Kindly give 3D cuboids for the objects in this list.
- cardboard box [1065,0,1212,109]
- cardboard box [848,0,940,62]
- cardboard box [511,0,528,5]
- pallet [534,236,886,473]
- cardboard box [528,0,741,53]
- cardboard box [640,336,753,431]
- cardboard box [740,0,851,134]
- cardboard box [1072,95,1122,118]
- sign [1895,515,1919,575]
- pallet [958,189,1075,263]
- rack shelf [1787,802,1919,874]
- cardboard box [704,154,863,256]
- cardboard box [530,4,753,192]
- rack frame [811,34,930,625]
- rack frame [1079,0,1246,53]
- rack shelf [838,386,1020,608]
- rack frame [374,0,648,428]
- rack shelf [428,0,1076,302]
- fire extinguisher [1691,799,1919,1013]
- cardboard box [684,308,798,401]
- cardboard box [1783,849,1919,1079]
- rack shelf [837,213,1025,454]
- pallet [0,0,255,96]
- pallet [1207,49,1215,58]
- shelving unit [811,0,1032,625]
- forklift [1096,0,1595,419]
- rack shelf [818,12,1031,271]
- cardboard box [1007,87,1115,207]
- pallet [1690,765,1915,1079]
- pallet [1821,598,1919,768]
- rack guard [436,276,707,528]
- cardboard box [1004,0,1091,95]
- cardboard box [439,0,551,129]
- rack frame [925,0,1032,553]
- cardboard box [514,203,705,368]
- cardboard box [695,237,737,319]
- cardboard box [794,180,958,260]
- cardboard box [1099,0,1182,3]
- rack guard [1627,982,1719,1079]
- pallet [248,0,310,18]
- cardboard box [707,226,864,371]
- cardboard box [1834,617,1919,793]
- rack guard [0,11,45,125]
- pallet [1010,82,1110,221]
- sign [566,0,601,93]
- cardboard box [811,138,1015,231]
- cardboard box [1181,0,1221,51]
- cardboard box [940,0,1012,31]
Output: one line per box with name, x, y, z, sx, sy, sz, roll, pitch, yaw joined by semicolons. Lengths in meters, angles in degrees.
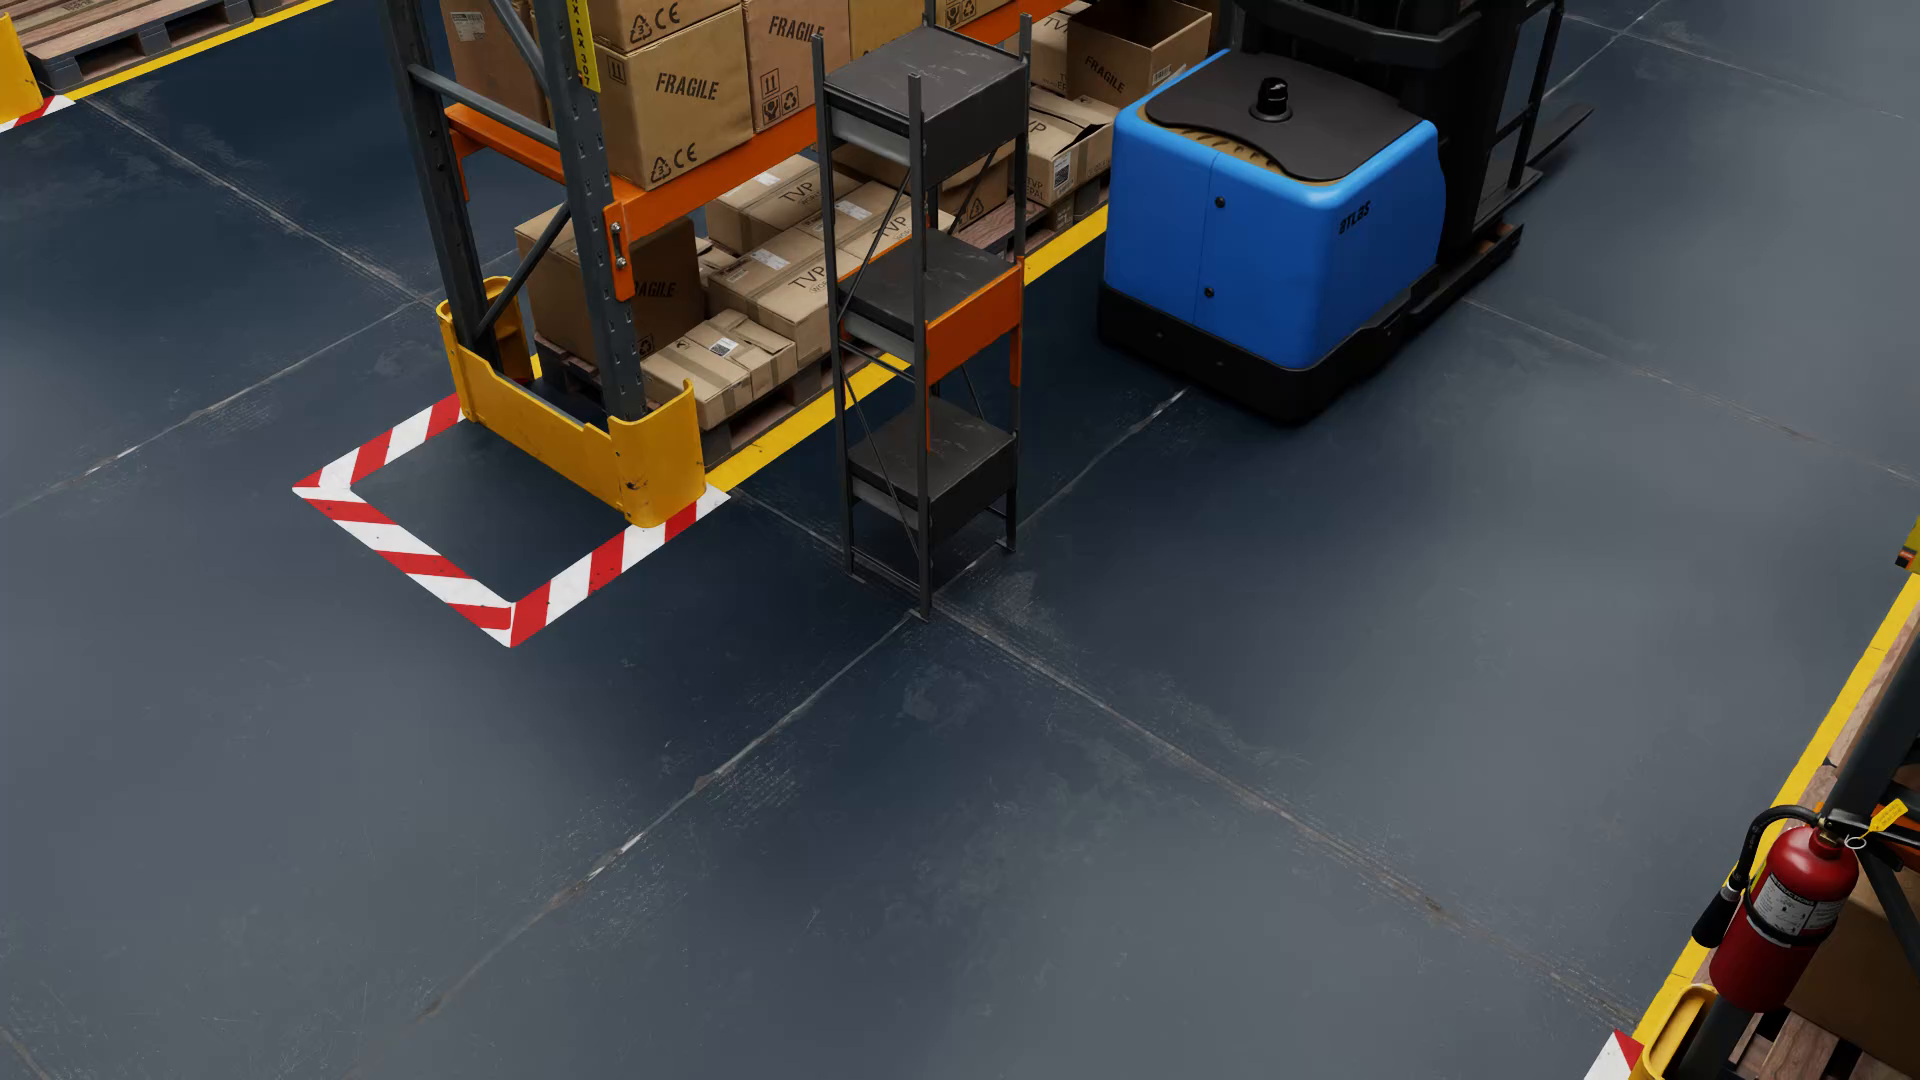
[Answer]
cardboard box;0.860;-2.319;8.102;0.500;0.500;0.500;29;50;28
cardboard box;-0.424;-2.114;6.271;0.500;0.500;0.500;29;50;28
cardboard box;-1.489;-2.193;5.615;0.500;0.500;0.500;29;50;28
pallet;-1.004;-0.856;7.035;1.003;0.211;1.213;29;50;28
cardboard box;-1.078;-1.959;5.357;0.500;0.500;0.500;31;51;30
cardboard box;-1.032;-0.613;6.486;0.380;0.149;0.250;29;50;28
cardboard box;-0.750;-1.857;5.989;0.500;0.500;0.500;29;50;28
cardboard box;0.664;-1.970;7.979;0.380;0.149;0.250;29;50;28
sign;1.823;-0.053;3.042;0.100;0.325;0.005;29;50;28
pallet;-0.218;-1.482;7.723;1.003;0.211;1.213;29;50;28
rack shelf;3.516;-0.059;4.620;1.077;0.370;4.000;29;50;28
cardboard box;-0.769;-1.446;7.328;0.500;0.250;0.500;29;50;28
cardboard box;-1.078;-1.589;5.694;0.500;0.500;0.500;31;50;29
rack frame;-0.264;-0.566;5.312;0.400;2.100;0.015;29;50;28
rack frame;1.009;-3.498;7.867;1.000;3.000;0.127;29;50;28
rack shelf;-0.107;-0.164;5.930;0.431;0.518;0.480;29;50;28
rack frame;-1.565;-1.438;5.602;1.000;3.000;0.127;29;50;28
rack shelf;-0.278;-2.202;6.976;1.077;0.370;4.000;29;50;28
fire extinguisher;1.779;0.749;3.531;0.296;0.674;0.183;29;50;28
cardboard box;-0.872;-0.748;6.622;0.380;0.166;0.250;29;50;28
cardboard box;2.603;1.071;4.389;0.700;0.500;0.500;29;50;28
rack shelf;-0.107;-0.682;5.459;0.431;0.518;0.480;29;50;28
pallet;-4.793;-2.961;9.349;1.003;0.211;1.213;29;50;28
pallet;1.504;-2.901;9.284;1.003;0.211;1.213;29;50;28
shelving unit;-0.107;-0.692;5.450;0.431;2.100;0.503;29;50;28
forklift;1.934;-2.486;6.805;1.130;2.935;3.031;30;50;29
rack shelf;-0.107;-1.199;4.988;0.431;0.518;0.480;29;50;28
cardboard box;0.377;-1.863;7.741;0.500;0.311;0.500;29;50;28
pallet;2.684;1.291;4.673;1.003;0.211;1.213;29;50;28
pallet;3.469;0.666;5.361;1.003;0.211;1.213;29;50;28
rack guard;-1.516;-0.552;6.486;1.175;0.500;0.348;29;50;28
cardboard box;0.574;-2.543;8.489;0.500;0.311;0.500;29;50;28
cardboard box;-1.485;-1.823;5.951;0.500;0.500;0.500;31;51;30
rack frame;0.050;-0.817;5.588;0.400;2.100;0.015;29;50;28
cardboard box;-1.404;-1.062;6.720;0.500;0.500;0.500;29;50;28
cardboard box;-1.074;-1.109;7.019;0.380;0.166;0.250;29;50;28
cardboard box;-0.354;-1.255;7.118;0.500;0.250;0.500;29;50;28
cardboard box;1.108;-3.114;8.976;0.500;0.500;0.500;29;50;28
rack guard;2.213;1.642;4.072;1.175;0.500;0.348;29;50;28
pallet;-4.008;-3.586;10.037;1.003;0.211;1.213;29;50;28
cardboard box;-0.676;-0.998;6.835;0.500;0.250;0.500;29;50;28
cardboard box;2.549;0.327;3.438;0.980;0.700;0.700;32;51;30
rack guard;-5.359;-2.642;8.784;1.175;0.500;0.348;29;50;28
pallet;0.567;-2.113;8.417;1.003;0.211;1.213;29;50;28
sign;-1.150;-1.523;5.052;0.100;0.325;0.005;29;50;28
cardboard box;-0.196;-1.767;7.492;0.797;0.503;0.637;29;50;28
cardboard box;1.507;-2.879;8.718;0.500;0.500;0.500;27;49;27
cardboard box;-0.101;-2.371;6.554;0.500;0.500;0.500;30;50;29
